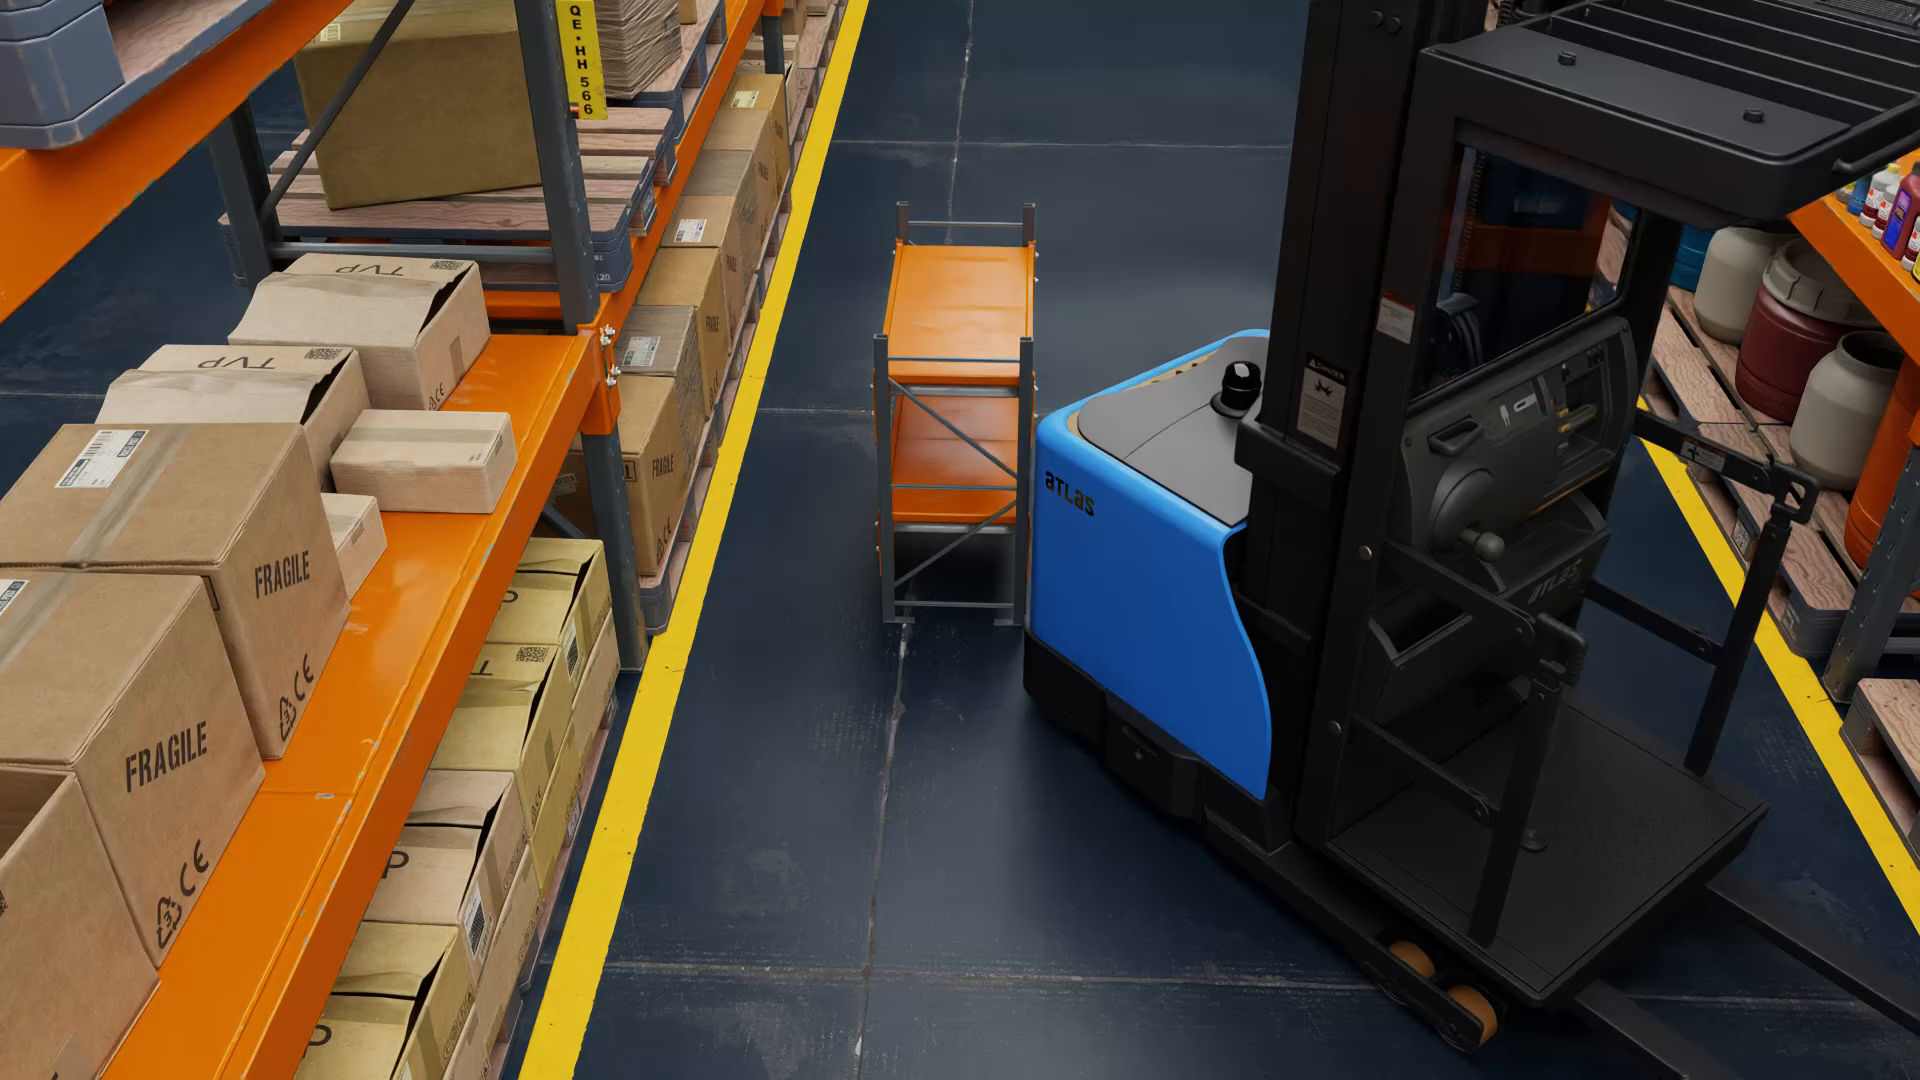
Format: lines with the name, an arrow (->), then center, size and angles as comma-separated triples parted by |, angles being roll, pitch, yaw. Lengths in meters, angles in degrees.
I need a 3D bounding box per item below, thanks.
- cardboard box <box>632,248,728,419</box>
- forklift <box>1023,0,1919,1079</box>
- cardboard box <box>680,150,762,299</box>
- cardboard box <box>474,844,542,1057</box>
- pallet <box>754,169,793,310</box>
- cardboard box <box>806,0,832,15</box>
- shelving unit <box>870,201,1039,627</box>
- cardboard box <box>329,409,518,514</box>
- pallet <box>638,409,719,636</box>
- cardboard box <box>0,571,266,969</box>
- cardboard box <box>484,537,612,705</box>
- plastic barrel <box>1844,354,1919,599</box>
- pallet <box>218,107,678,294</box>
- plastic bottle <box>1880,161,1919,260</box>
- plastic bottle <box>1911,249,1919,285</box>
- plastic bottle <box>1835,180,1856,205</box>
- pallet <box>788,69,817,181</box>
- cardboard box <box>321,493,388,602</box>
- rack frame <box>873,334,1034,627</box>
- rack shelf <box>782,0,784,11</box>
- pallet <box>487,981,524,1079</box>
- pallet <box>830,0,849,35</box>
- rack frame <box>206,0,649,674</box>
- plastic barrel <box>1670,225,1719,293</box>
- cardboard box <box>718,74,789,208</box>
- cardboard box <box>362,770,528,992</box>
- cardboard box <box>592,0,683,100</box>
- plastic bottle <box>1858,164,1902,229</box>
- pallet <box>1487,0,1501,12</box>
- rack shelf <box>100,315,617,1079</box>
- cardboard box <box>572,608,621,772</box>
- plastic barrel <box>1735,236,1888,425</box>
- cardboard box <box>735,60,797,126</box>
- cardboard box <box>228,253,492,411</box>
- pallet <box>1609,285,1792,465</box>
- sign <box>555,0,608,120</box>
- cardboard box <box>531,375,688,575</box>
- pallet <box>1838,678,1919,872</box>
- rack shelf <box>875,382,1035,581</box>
cardboard box -> -1.224, -0.824, 6.605 | 0.500, 0.500, 0.500 | 1, 35, 1
forklift -> 1.526, -0.195, 3.978 | 1.130, 2.935, 3.031 | -25, 42, -31
cardboard box -> -1.190, -1.416, 7.448 | 0.500, 0.500, 0.500 | 2, 35, 2
cardboard box -> -1.387, 1.023, 4.211 | 0.500, 0.250, 0.500 | 2, 35, 3
pallet -> -1.403, -1.512, 8.218 | 1.003, 0.211, 1.213 | 1, 35, 2
cardboard box -> -1.091, -3.611, 10.788 | 0.500, 0.250, 0.500 | 1, 35, 2
shelving unit -> 0.000, -0.464, 5.932 | 0.538, 1.125, 1.048 | 1, 35, 2
cardboard box -> -1.329, -0.197, 4.140 | 0.380, 0.149, 0.250 | 1, 35, 2
pallet -> -1.501, -0.110, 6.223 | 1.003, 0.211, 1.213 | 1, 35, 2
cardboard box -> -1.641, 0.403, 2.981 | 0.500, 0.500, 0.500 | 1, 35, 2
cardboard box -> -1.344, 0.207, 4.884 | 0.500, 0.311, 0.500 | 2, 35, 3
plastic barrel -> 3.383, -0.272, 5.550 | 0.600, 0.830, 0.708 | 1, 35, 2
pallet -> -1.612, -1.135, 5.424 | 1.213, 0.211, 1.003 | 1, 35, 2
plastic bottle -> 2.980, -1.033, 5.213 | 0.061, 0.283, 0.133 | 1, 35, 2
plastic bottle -> 2.970, -0.901, 5.025 | 0.061, 0.283, 0.133 | 1, 35, 2
plastic bottle -> 3.014, -1.234, 5.569 | 0.097, 0.201, 0.097 | 0, 35, 0
pallet -> -1.380, -2.375, 9.445 | 1.003, 0.211, 1.213 | 1, 35, 2
cardboard box -> -1.564, 0.014, 3.840 | 0.380, 0.149, 0.250 | 4, 35, 5
rack frame -> -0.020, -0.172, 5.517 | 0.500, 1.125, 0.032 | 1, 35, 2
rack shelf -> -1.328, -3.976, 9.924 | 1.077, 0.370, 4.000 | 1, 35, 2
pallet -> -1.693, 1.489, 3.947 | 1.003, 0.211, 1.213 | 1, 35, 2
pallet -> -1.282, -3.776, 11.440 | 1.003, 0.211, 1.213 | 1, 35, 2
rack frame -> -1.569, -0.823, 4.812 | 1.000, 3.000, 0.127 | 1, 35, 2
plastic barrel -> 3.474, -1.599, 7.376 | 0.600, 0.901, 0.708 | 1, 35, 2
cardboard box -> -1.142, -1.988, 8.262 | 0.500, 0.500, 0.500 | 1, 35, 2
cardboard box -> -1.381, 0.796, 4.047 | 0.500, 0.311, 0.500 | 1, 35, 2
cardboard box -> -1.429, -1.921, 5.923 | 0.700, 0.500, 0.500 | 8, 36, 11
plastic bottle -> 3.006, -1.122, 5.410 | 0.097, 0.201, 0.097 | 0, 35, 0
pallet -> 3.630, -3.689, 11.315 | 1.003, 0.211, 1.213 | 1, 35, 2
rack shelf -> -1.649, 0.621, 3.384 | 1.077, 0.370, 4.000 | 1, 35, 2
cardboard box -> -1.346, 0.438, 5.044 | 0.500, 0.250, 0.500 | 2, 35, 3
plastic barrel -> 3.428, -0.822, 6.543 | 0.600, 0.588, 0.708 | 1, 35, 2
cardboard box -> -1.175, -2.437, 9.065 | 0.500, 0.311, 0.500 | 1, 35, 2
cardboard box -> -1.627, -0.578, 4.542 | 0.500, 0.311, 0.500 | 3, 35, 5
pallet -> 3.422, -0.718, 7.089 | 1.003, 0.211, 1.213 | 1, 35, 2
sign -> -1.014, -1.286, 4.464 | 0.100, 0.325, 0.005 | 1, 35, 2
cardboard box -> -1.265, -0.235, 5.767 | 0.500, 0.500, 0.500 | 3, 35, 4
pallet -> 3.311, 0.879, 4.816 | 1.003, 0.211, 1.213 | 1, 35, 2
rack shelf -> 0.000, -0.264, 6.073 | 0.538, 0.278, 1.000 | 1, 35, 2
